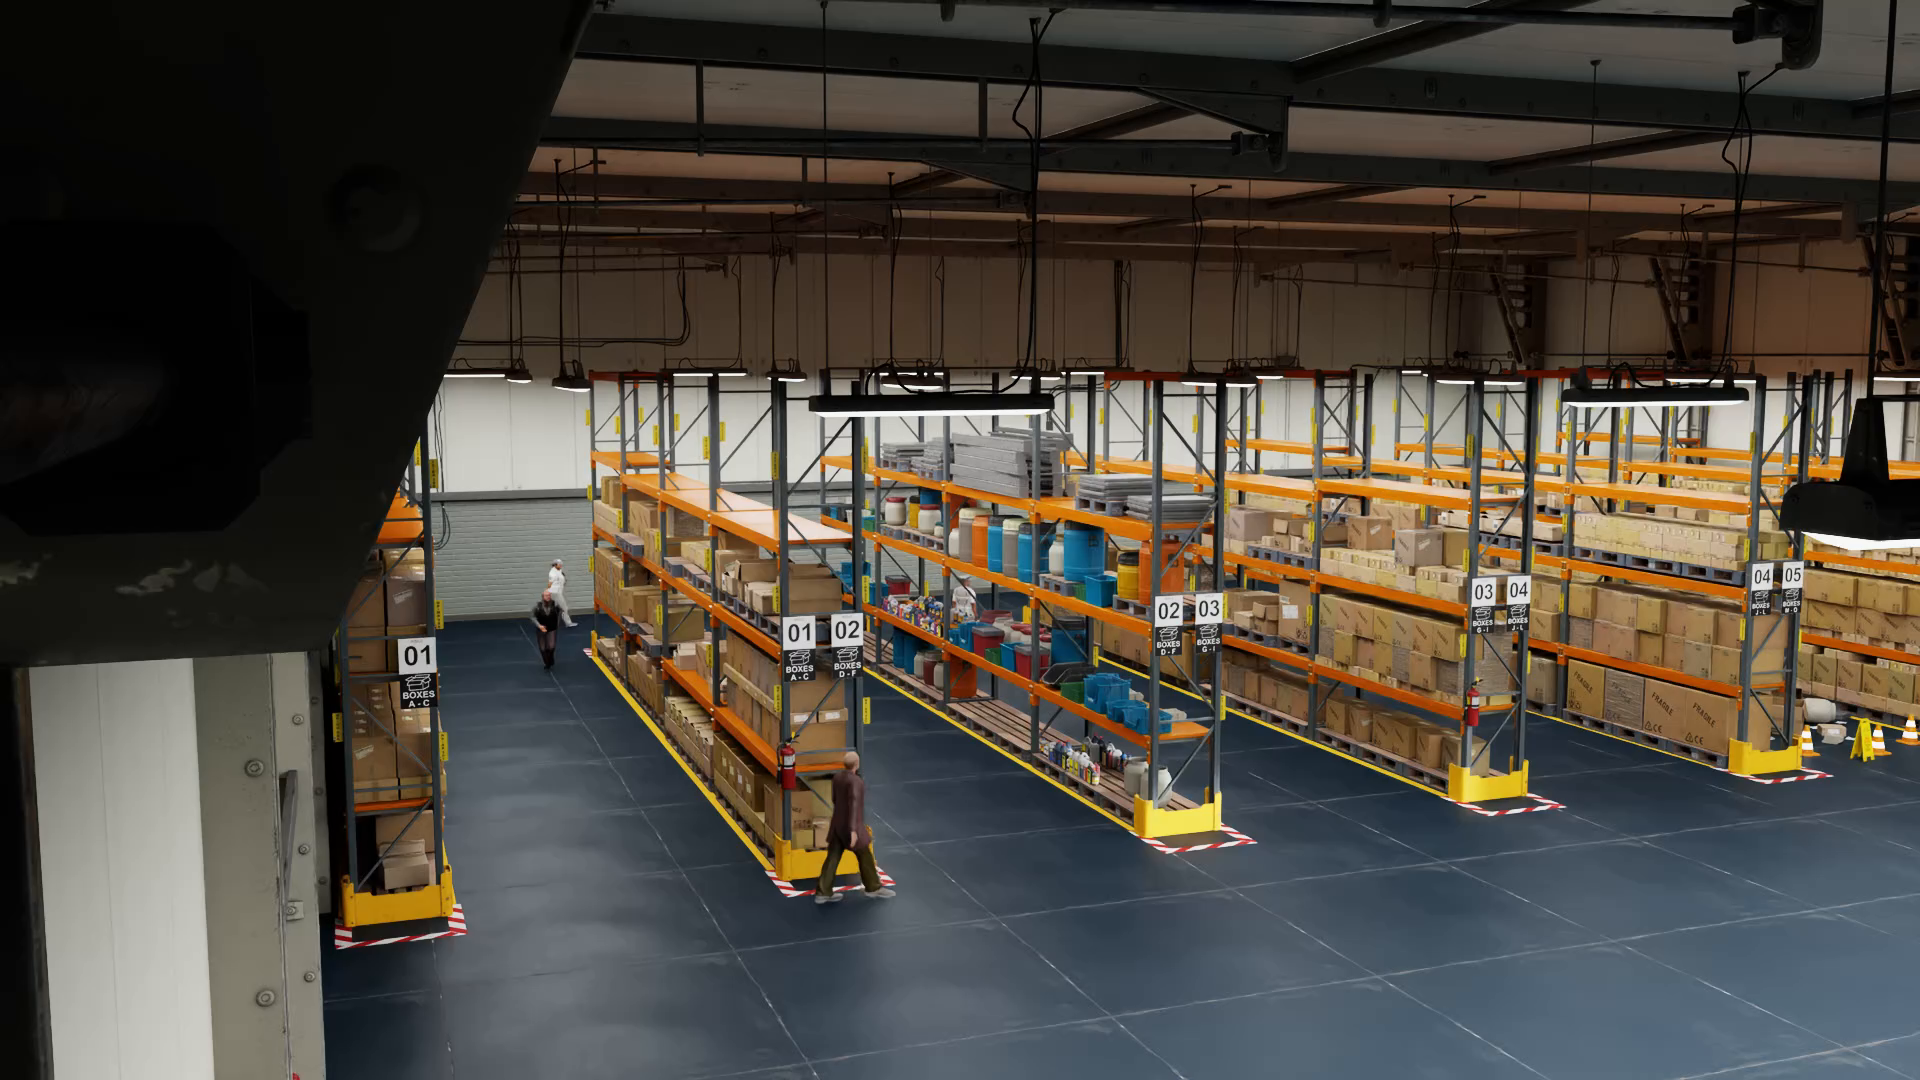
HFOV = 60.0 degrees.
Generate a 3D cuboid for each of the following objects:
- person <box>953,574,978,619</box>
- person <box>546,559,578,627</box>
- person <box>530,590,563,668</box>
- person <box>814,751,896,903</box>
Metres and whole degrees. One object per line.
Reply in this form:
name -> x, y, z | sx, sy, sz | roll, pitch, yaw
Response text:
person -> 0.120, 1.616, 34.640 | 0.642, 1.822, 0.420 | 4, 8, 32
person -> -9.438, 1.225, 38.665 | 1.084, 1.593, 0.487 | -1, 6, -7
person -> -8.294, 1.799, 33.378 | 0.628, 1.632, 0.727 | -1, 6, -11
person -> -1.254, 3.307, 19.241 | 0.970, 1.744, 0.639 | -4, 8, -34
